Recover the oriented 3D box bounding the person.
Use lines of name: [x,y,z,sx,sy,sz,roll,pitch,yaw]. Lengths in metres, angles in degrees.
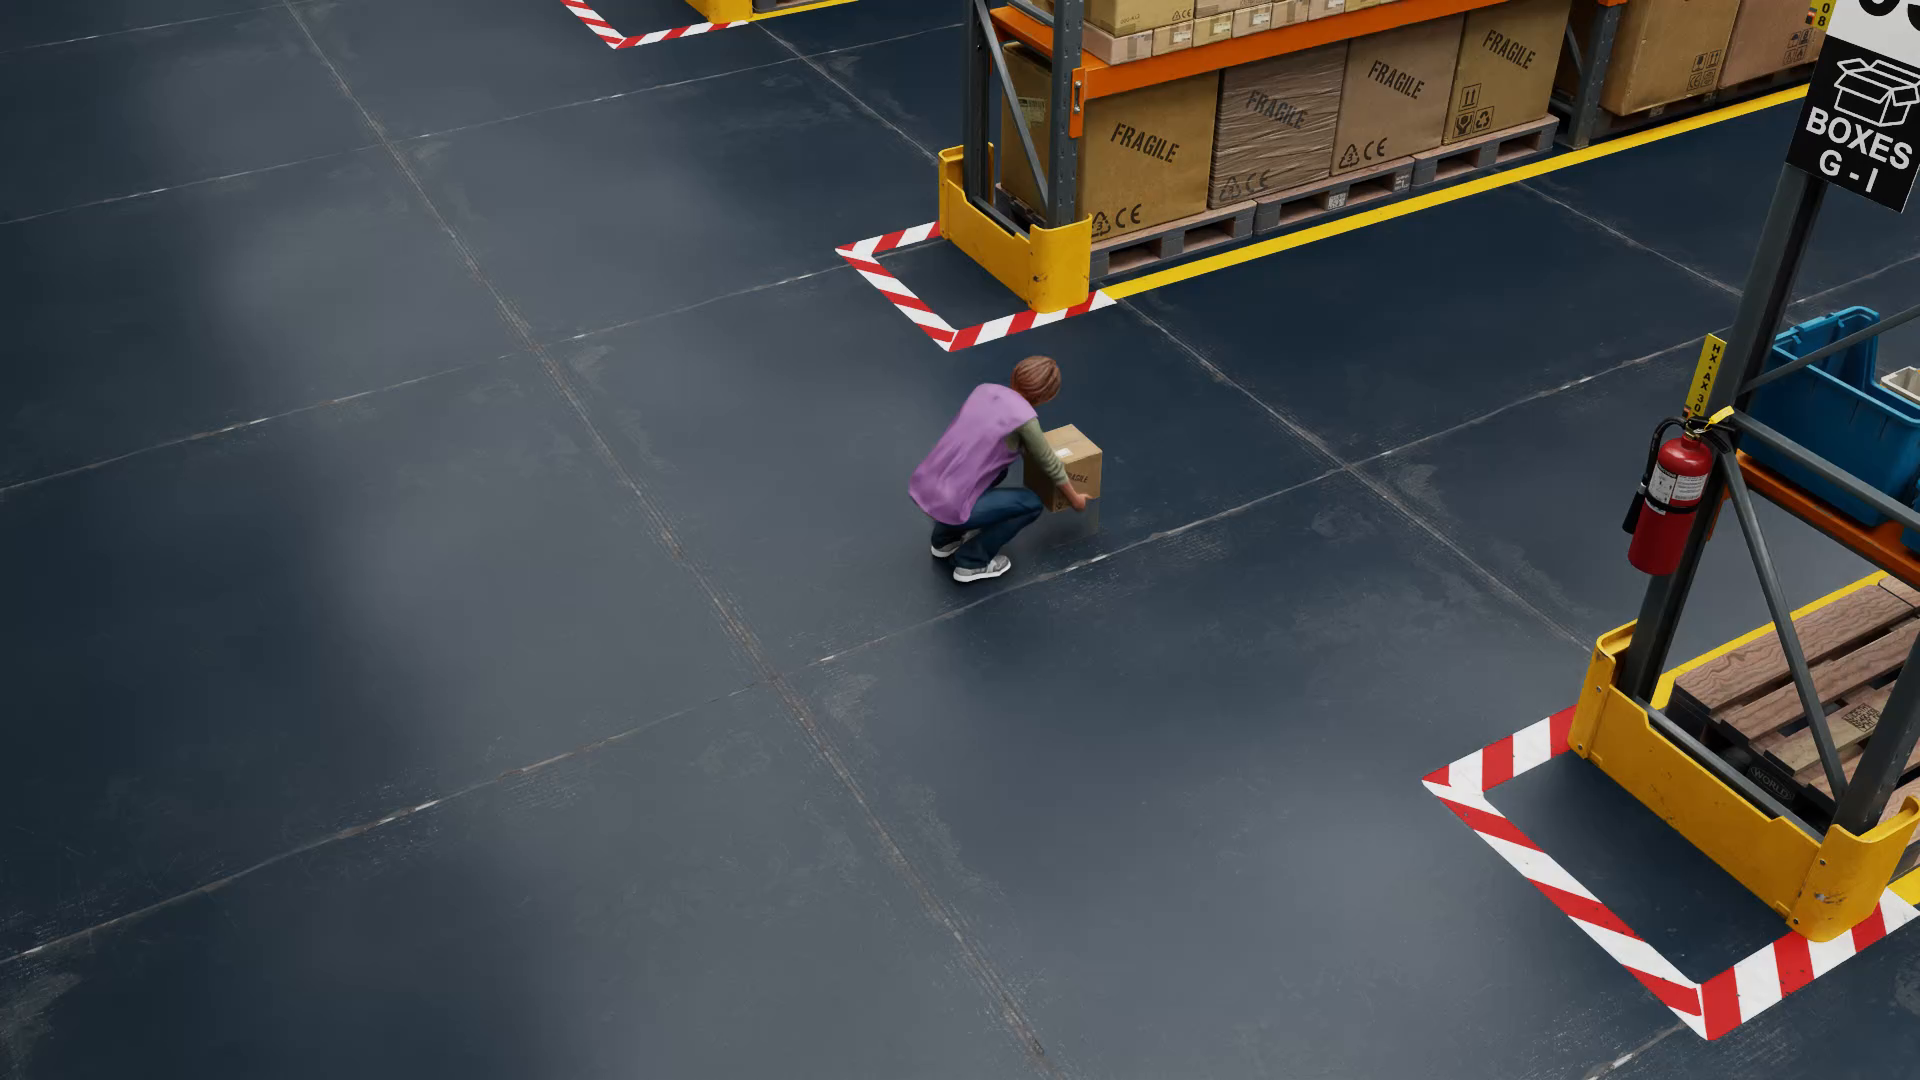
person: [0.159,-0.304,7.149,0.832,0.890,0.424,-20,42,-24]
